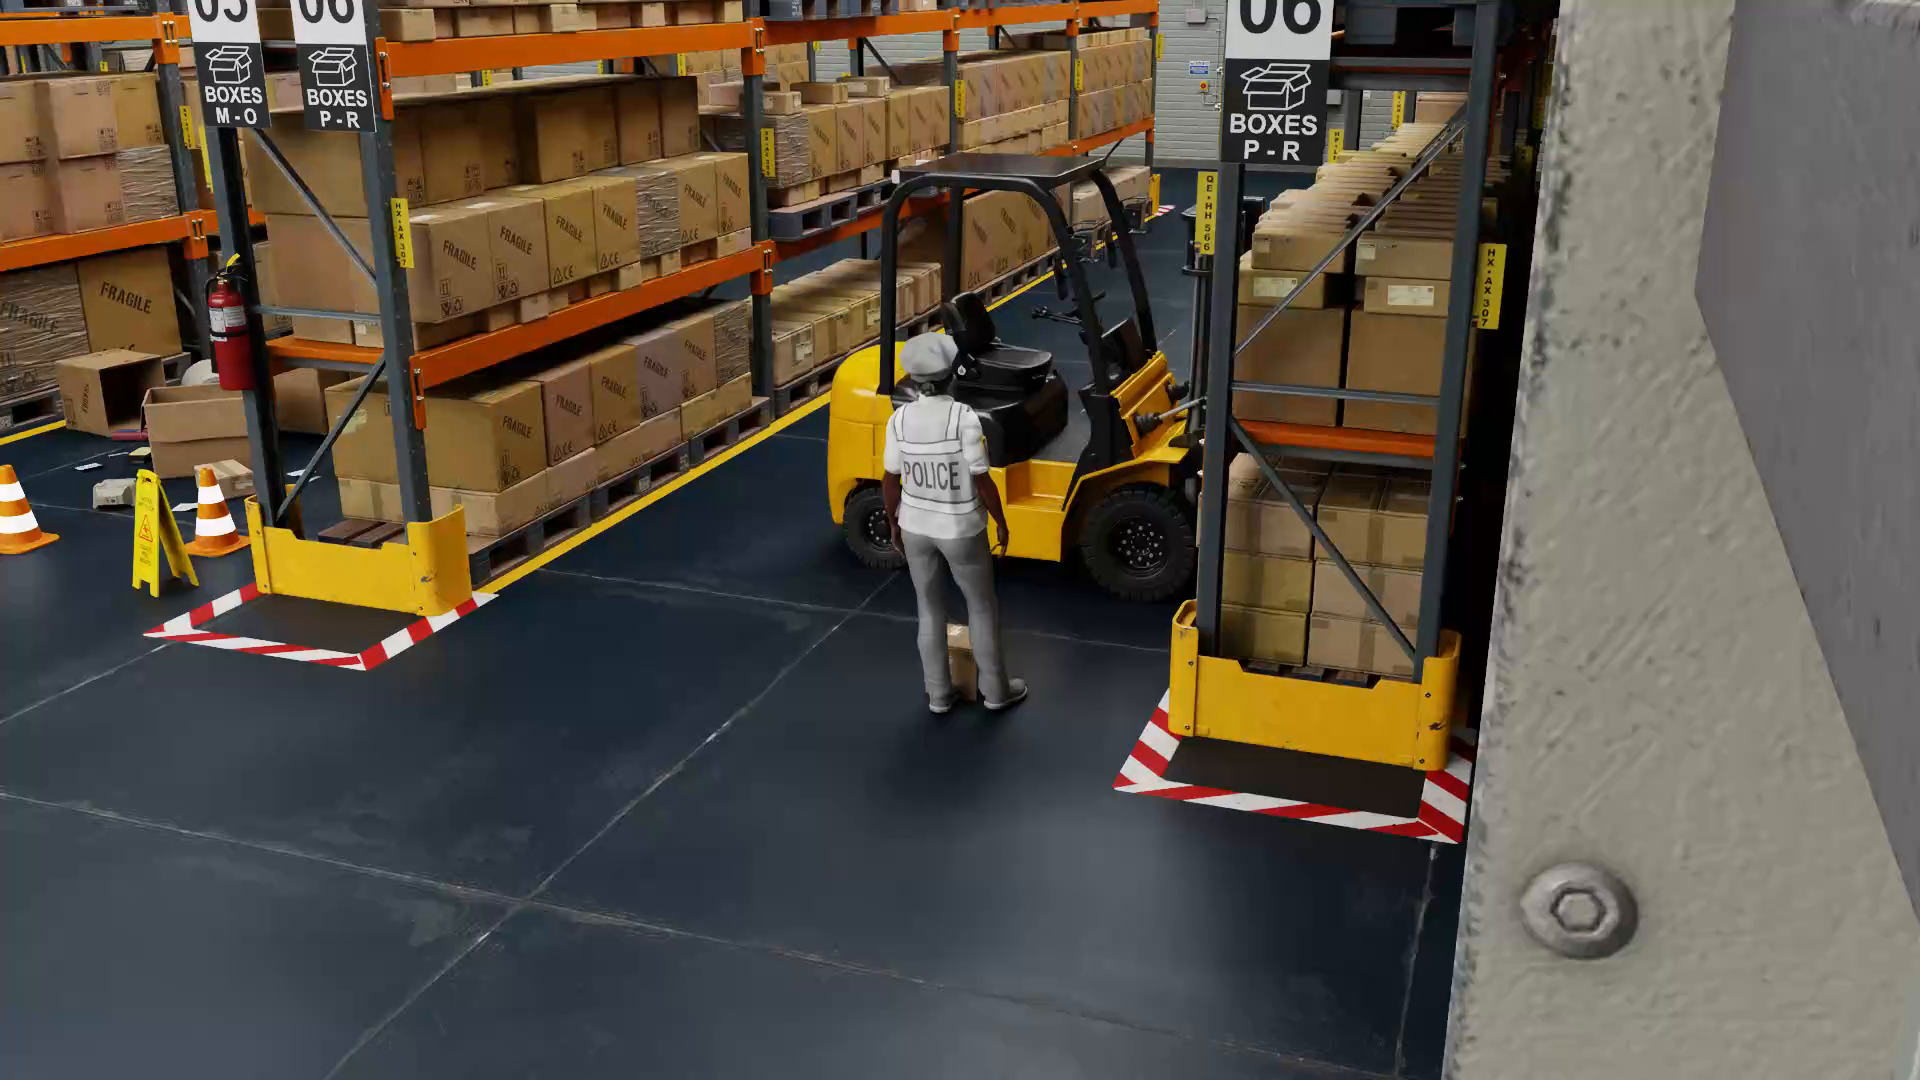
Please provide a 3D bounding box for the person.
[{"bbox_3d":[-0.030,-0.062,7.181,0.569,1.684,0.529,6,20,18],"label":"person"}]
